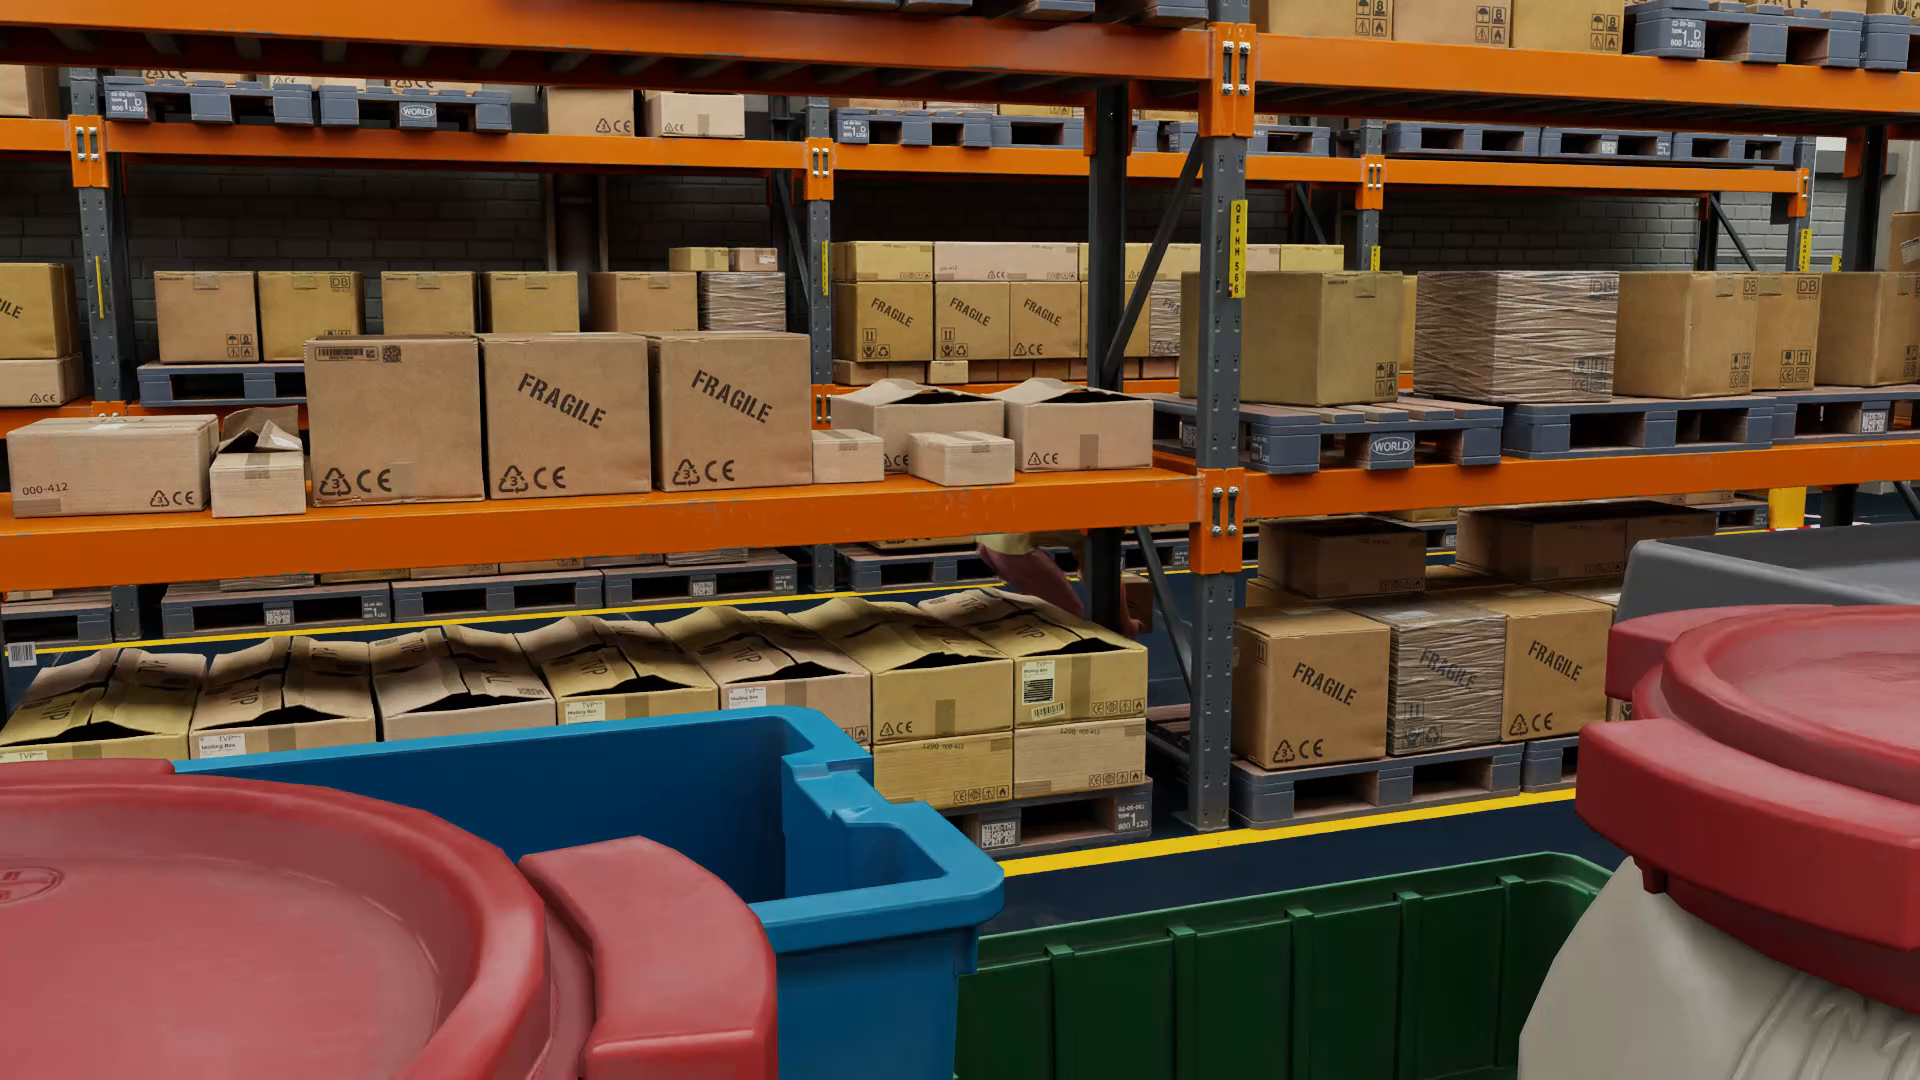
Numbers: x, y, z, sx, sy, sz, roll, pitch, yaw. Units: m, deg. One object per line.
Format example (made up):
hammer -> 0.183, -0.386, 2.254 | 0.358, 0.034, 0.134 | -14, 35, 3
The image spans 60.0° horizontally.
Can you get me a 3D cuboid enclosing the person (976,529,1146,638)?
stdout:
person -> 0.503, 0.228, 7.881 | 0.862, 1.066, 0.447 | -4, 10, -23
